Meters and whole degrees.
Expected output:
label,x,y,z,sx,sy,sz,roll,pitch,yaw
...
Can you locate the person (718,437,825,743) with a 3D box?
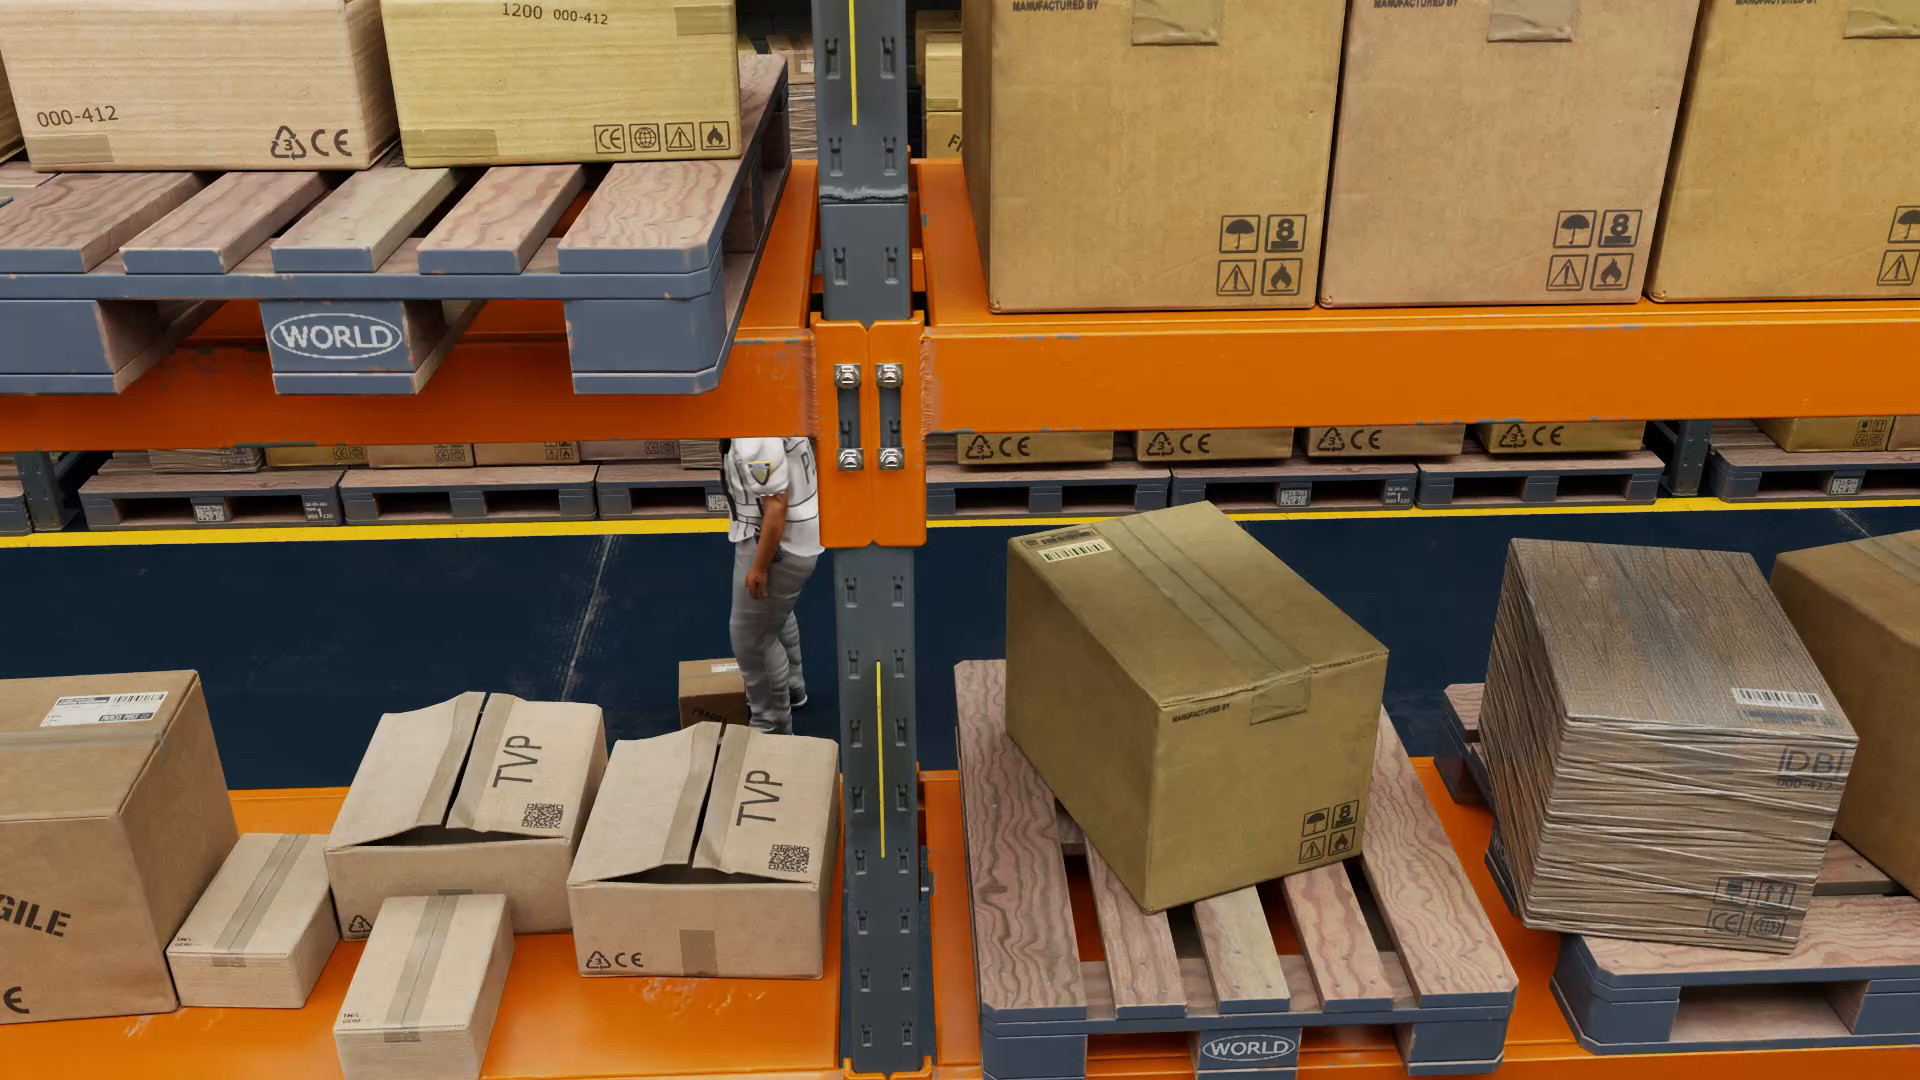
label,x,y,z,sx,sy,sz,roll,pitch,yaw
person,-0.728,0.000,6.115,0.466,1.665,0.543,-3,28,-5
